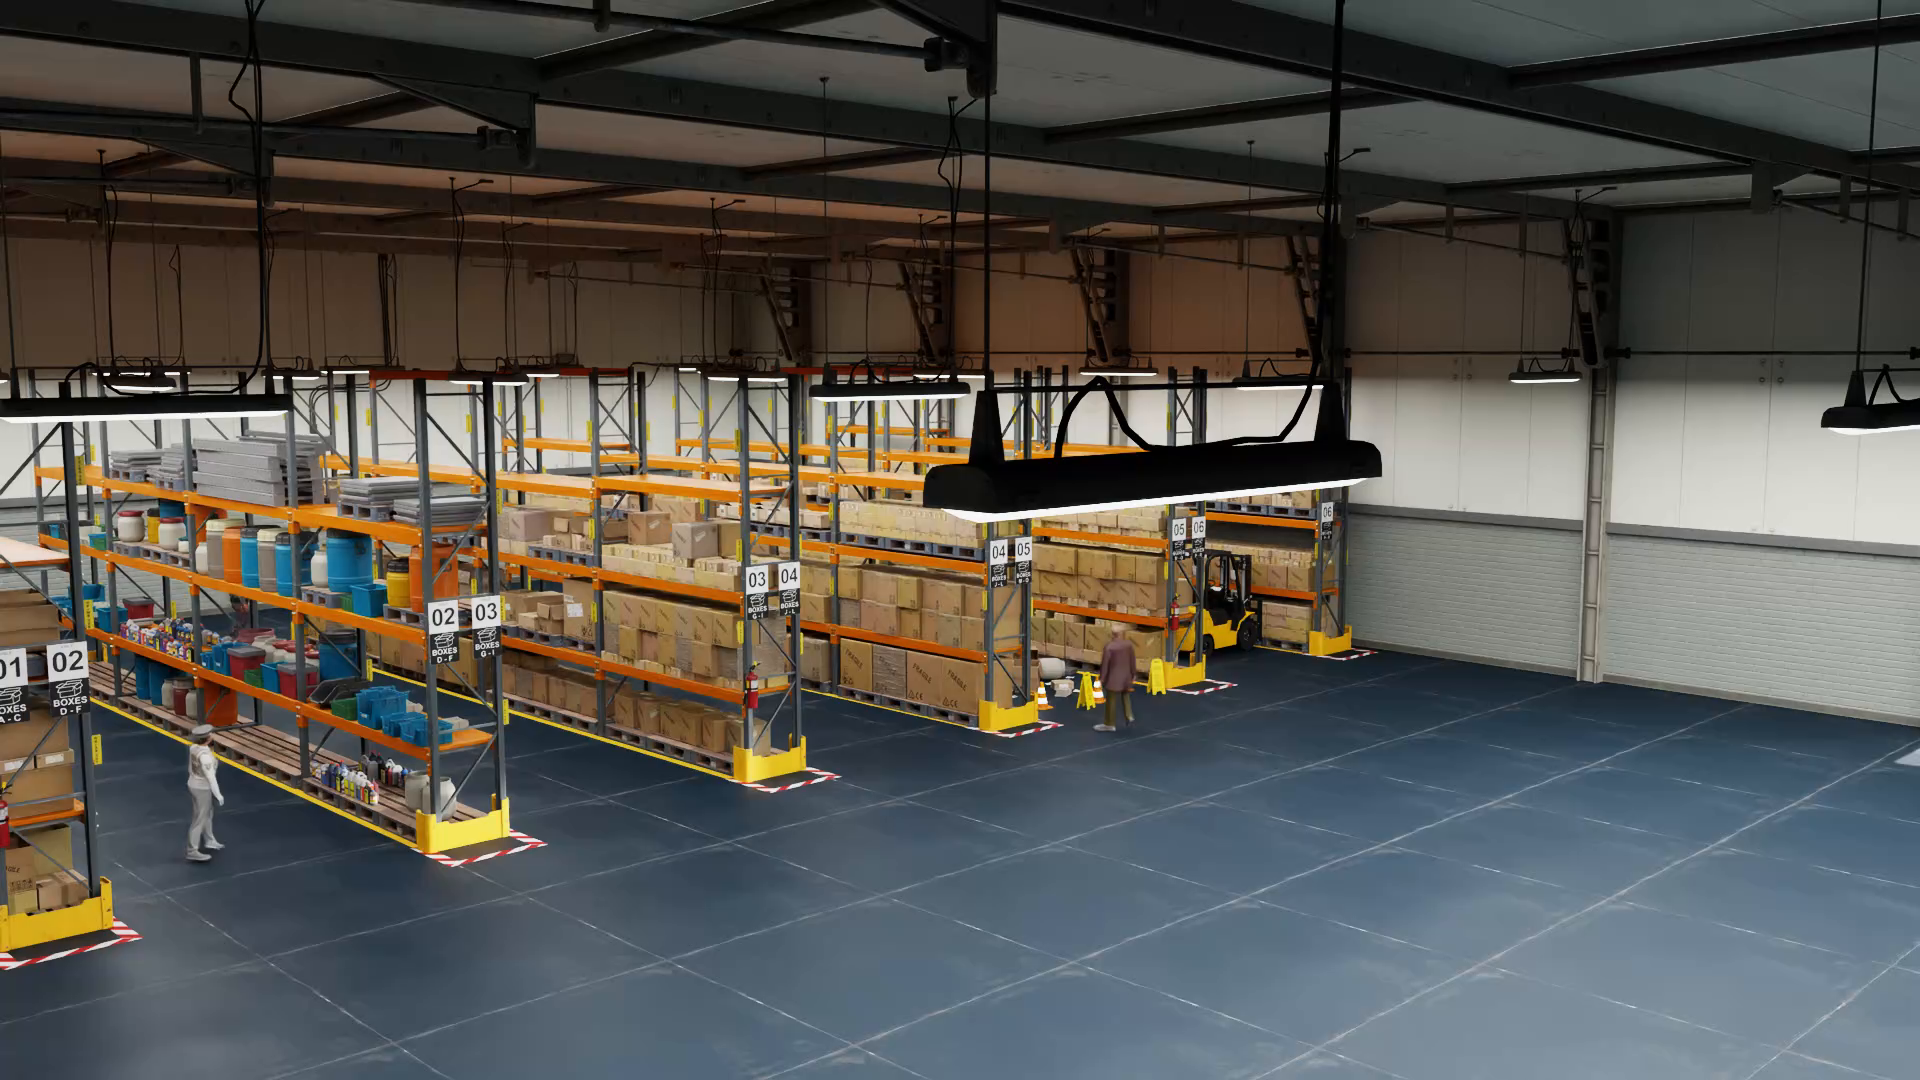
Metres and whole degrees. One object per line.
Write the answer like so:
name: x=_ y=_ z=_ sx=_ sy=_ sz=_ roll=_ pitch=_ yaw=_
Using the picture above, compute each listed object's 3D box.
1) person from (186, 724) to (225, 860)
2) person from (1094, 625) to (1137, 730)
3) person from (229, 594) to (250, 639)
person: x=-9.513 y=3.158 z=20.915 sx=0.529 sy=1.705 sz=0.620 roll=-4 pitch=8 yaw=-34
person: x=2.652 y=2.300 z=27.825 sx=0.685 sy=1.782 sz=0.508 roll=-3 pitch=7 yaw=-27
person: x=-15.624 y=1.391 z=36.108 sx=0.467 sy=1.713 sz=0.587 roll=-6 pitch=9 yaw=-43
